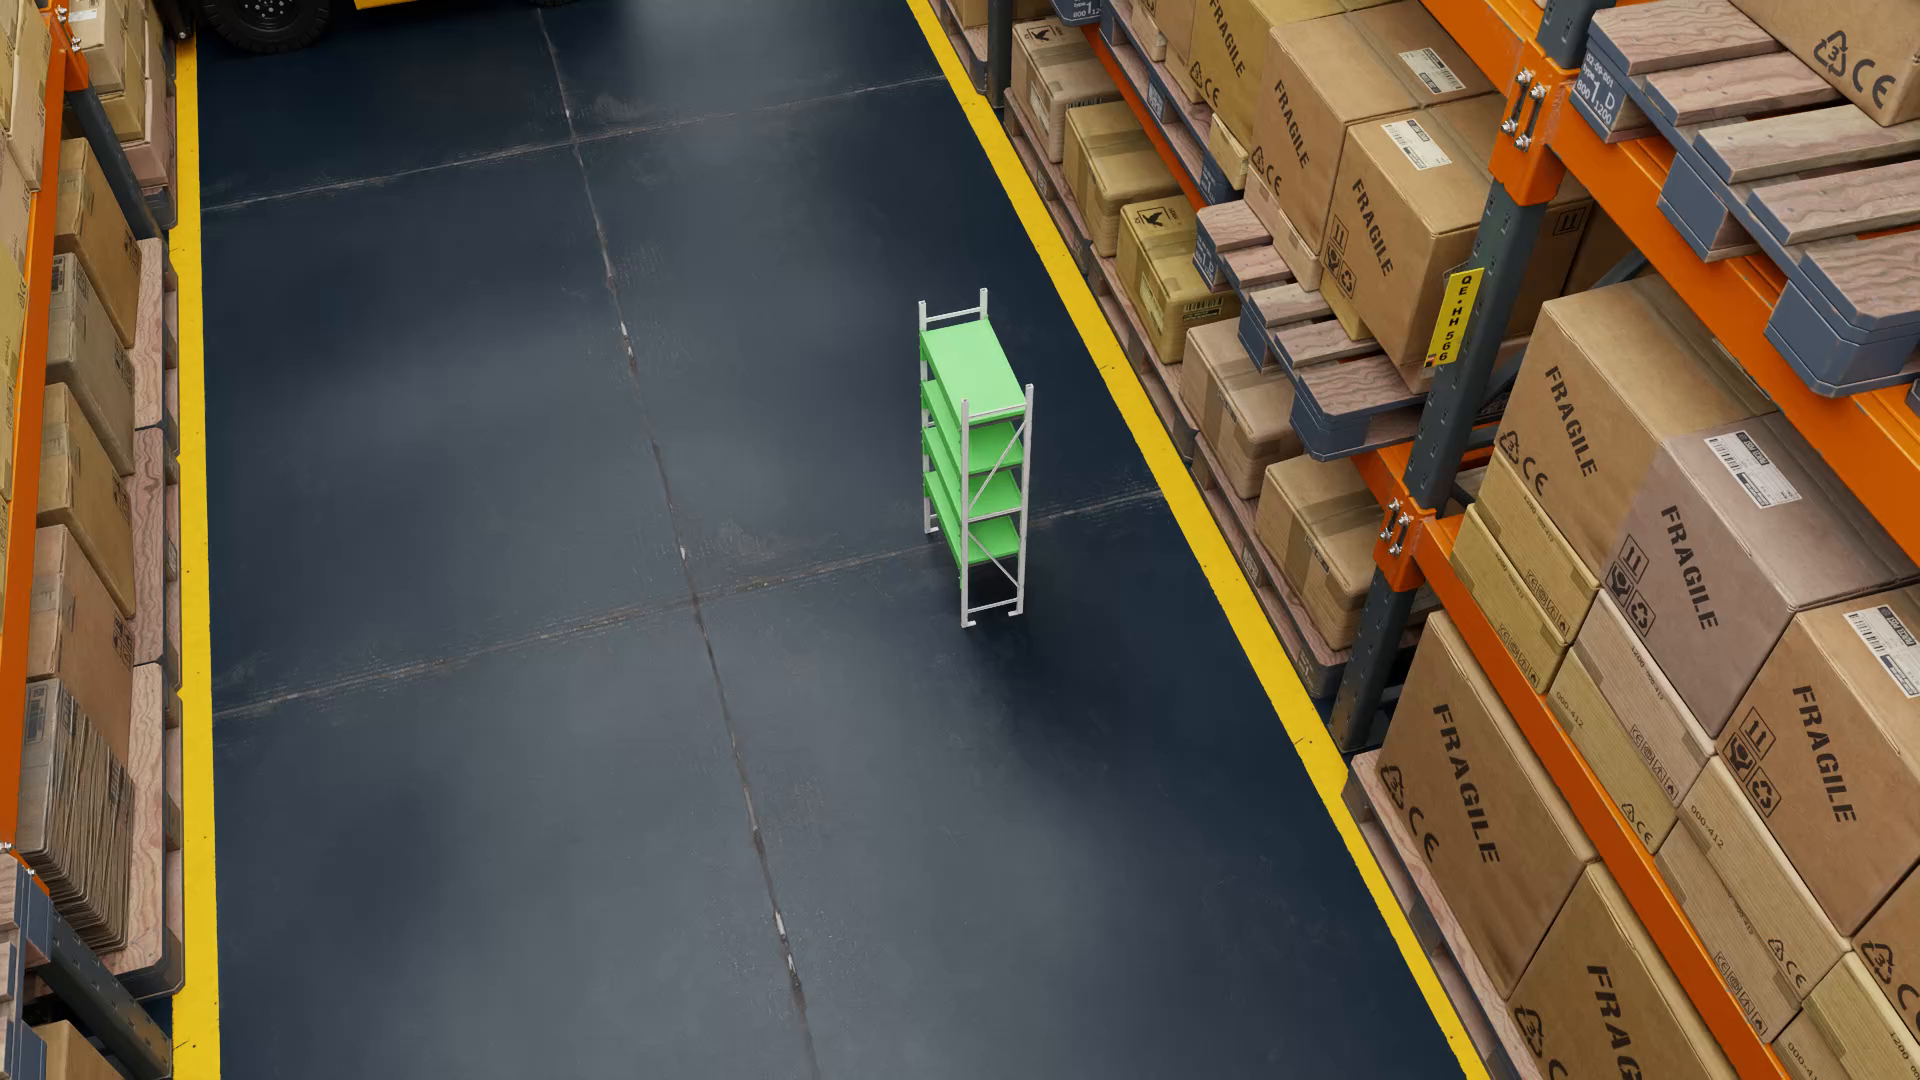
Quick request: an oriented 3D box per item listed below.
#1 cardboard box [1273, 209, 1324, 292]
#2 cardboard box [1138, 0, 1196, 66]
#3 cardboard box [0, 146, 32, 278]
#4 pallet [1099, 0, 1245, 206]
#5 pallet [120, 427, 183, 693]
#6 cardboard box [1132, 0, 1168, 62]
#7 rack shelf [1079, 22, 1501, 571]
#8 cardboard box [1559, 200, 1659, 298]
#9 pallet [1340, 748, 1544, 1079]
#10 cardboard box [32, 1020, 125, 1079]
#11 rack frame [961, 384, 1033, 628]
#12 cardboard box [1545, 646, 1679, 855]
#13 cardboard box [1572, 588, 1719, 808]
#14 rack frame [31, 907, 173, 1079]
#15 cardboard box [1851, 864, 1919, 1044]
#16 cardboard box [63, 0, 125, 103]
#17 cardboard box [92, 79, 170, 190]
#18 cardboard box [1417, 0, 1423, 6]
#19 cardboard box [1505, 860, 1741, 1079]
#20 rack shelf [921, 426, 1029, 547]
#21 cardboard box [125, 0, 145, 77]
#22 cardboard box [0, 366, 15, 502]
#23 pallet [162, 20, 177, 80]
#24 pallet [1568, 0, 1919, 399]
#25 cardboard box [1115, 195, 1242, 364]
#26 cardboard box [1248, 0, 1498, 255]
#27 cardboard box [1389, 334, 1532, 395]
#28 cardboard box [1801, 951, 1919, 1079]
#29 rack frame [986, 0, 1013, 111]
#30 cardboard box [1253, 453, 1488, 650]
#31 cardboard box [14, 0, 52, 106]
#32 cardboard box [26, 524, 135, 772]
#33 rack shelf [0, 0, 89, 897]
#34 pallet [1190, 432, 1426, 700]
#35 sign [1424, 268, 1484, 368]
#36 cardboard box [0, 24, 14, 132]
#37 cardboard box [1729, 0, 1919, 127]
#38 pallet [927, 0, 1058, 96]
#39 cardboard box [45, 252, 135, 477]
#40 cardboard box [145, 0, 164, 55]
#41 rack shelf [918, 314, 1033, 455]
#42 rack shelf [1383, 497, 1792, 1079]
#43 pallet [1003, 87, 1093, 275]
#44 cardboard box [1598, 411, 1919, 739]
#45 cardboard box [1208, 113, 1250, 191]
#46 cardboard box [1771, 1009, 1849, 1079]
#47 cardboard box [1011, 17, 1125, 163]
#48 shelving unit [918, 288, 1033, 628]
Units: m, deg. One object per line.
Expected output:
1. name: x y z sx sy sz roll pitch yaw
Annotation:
1. cardboard box: 1.225 -0.955 5.273 0.380 0.149 0.250 -14 51 -11
2. cardboard box: 0.938 -2.036 5.760 0.500 0.500 0.500 -15 52 -12
3. cardboard box: -3.441 -1.065 5.574 0.500 0.250 0.500 -13 51 -11
4. pallet: 1.188 -1.736 6.167 1.003 0.211 1.213 -13 51 -11
5. pallet: -3.492 0.163 6.264 1.003 0.211 1.213 -13 51 -11
6. cardboard box: 0.850 -1.904 6.073 0.380 0.149 0.250 -12 51 -10
7. rack shelf: 1.221 -1.590 6.389 1.077 0.370 4.000 -13 51 -11
8. cardboard box: 1.900 -1.006 4.891 0.500 0.500 0.500 -15 51 -12
9. pallet: 1.973 1.130 5.449 1.003 0.211 1.213 -13 51 -11
10. cardboard box: -2.598 1.694 4.510 0.500 0.500 0.500 -12 51 -10
11. rack frame: 0.121 -0.088 5.829 0.240 1.200 0.015 -13 51 -11
12. cardboard box: 1.885 0.472 4.278 0.500 0.250 0.500 -15 51 -12
13. cardboard box: 1.878 0.329 4.071 0.500 0.250 0.500 -12 51 -10
14. rack frame: -2.928 0.764 3.934 1.000 3.000 0.127 -13 51 -11
15. cardboard box: 2.165 0.810 3.175 0.500 0.500 0.500 -13 51 -10
16. cardboard box: -3.954 -2.154 7.263 0.500 0.250 0.500 -14 51 -12
17. cardboard box: -3.938 -1.835 7.649 0.500 0.250 0.500 -13 51 -11
18. cardboard box: 1.576 -1.771 5.536 0.500 0.500 0.500 -13 51 -10
19. cardboard box: 2.197 1.364 4.543 0.875 0.875 0.875 -13 51 -11
20. rack shelf: 0.049 -0.225 6.028 0.258 0.148 0.480 -13 51 -11
21. cardboard box: -4.110 -2.359 7.763 0.500 0.250 0.500 -14 51 -11
22. cardboard box: -3.129 -0.311 4.938 0.500 0.250 0.500 -15 51 -12
23. pallet: -4.671 -2.742 8.713 1.003 0.211 1.213 -13 51 -11
24. pallet: 2.053 -0.809 3.422 1.213 0.211 1.003 -11 51 -9
25. cardboard box: 1.210 -1.157 6.997 0.950 0.372 0.625 -12 51 -10
26. cardboard box: 1.249 -1.269 5.113 0.500 0.500 0.500 -14 51 -12
27. cardboard box: 1.491 -0.602 4.975 0.380 0.149 0.250 -12 51 -10
28. cardboard box: 2.151 1.070 3.447 0.500 0.250 0.500 -13 51 -10
29. rack frame: 0.629 -3.283 7.345 1.000 3.000 0.127 -13 51 -11
30. cardboard box: 1.655 -0.065 6.076 0.950 0.372 0.625 -16 52 -13
31. cardboard box: -3.712 -1.801 6.194 0.500 0.250 0.500 -12 51 -10
32. cardboard box: -3.300 0.459 5.469 0.875 0.625 0.625 -12 51 -10
33. rack shelf: -3.520 -0.465 5.441 1.077 0.370 4.000 -13 51 -11
34. pallet: 1.583 -0.034 6.430 1.003 0.211 1.213 -13 51 -11
35. sign: 1.297 -0.580 4.361 0.100 0.325 0.005 -13 51 -11
36. cardboard box: -3.563 -1.596 5.694 0.500 0.250 0.500 -15 51 -12
37. cardboard box: 2.068 -1.256 3.332 0.797 0.503 0.637 -16 52 -13
38. pallet: 0.397 -2.867 8.818 1.003 0.211 1.213 -13 51 -11
39. cardboard box: -3.724 -0.581 6.346 0.875 0.625 0.625 -14 51 -11
40. cardboard box: -4.270 -2.574 8.272 0.500 0.250 0.500 -13 51 -10
41. rack shelf: 0.049 -0.534 5.661 0.258 0.148 0.480 -13 51 -11
42. rack shelf: 2.404 1.331 3.926 1.077 0.370 4.000 -13 51 -11
43. pallet: 0.861 -1.816 7.932 1.003 0.211 1.213 -13 51 -11
44. cardboard box: 1.880 0.060 3.808 0.500 0.500 0.500 -13 51 -11
45. cardboard box: 1.063 -1.339 5.596 0.380 0.149 0.250 -13 51 -10
46. cardboard box: 2.184 1.216 3.650 0.500 0.250 0.500 -13 51 -11
47. cardboard box: 0.787 -2.189 7.867 0.950 0.372 0.625 -13 51 -11
48. shelving unit: 0.049 -0.266 5.979 0.258 1.200 0.503 -13 51 -11
